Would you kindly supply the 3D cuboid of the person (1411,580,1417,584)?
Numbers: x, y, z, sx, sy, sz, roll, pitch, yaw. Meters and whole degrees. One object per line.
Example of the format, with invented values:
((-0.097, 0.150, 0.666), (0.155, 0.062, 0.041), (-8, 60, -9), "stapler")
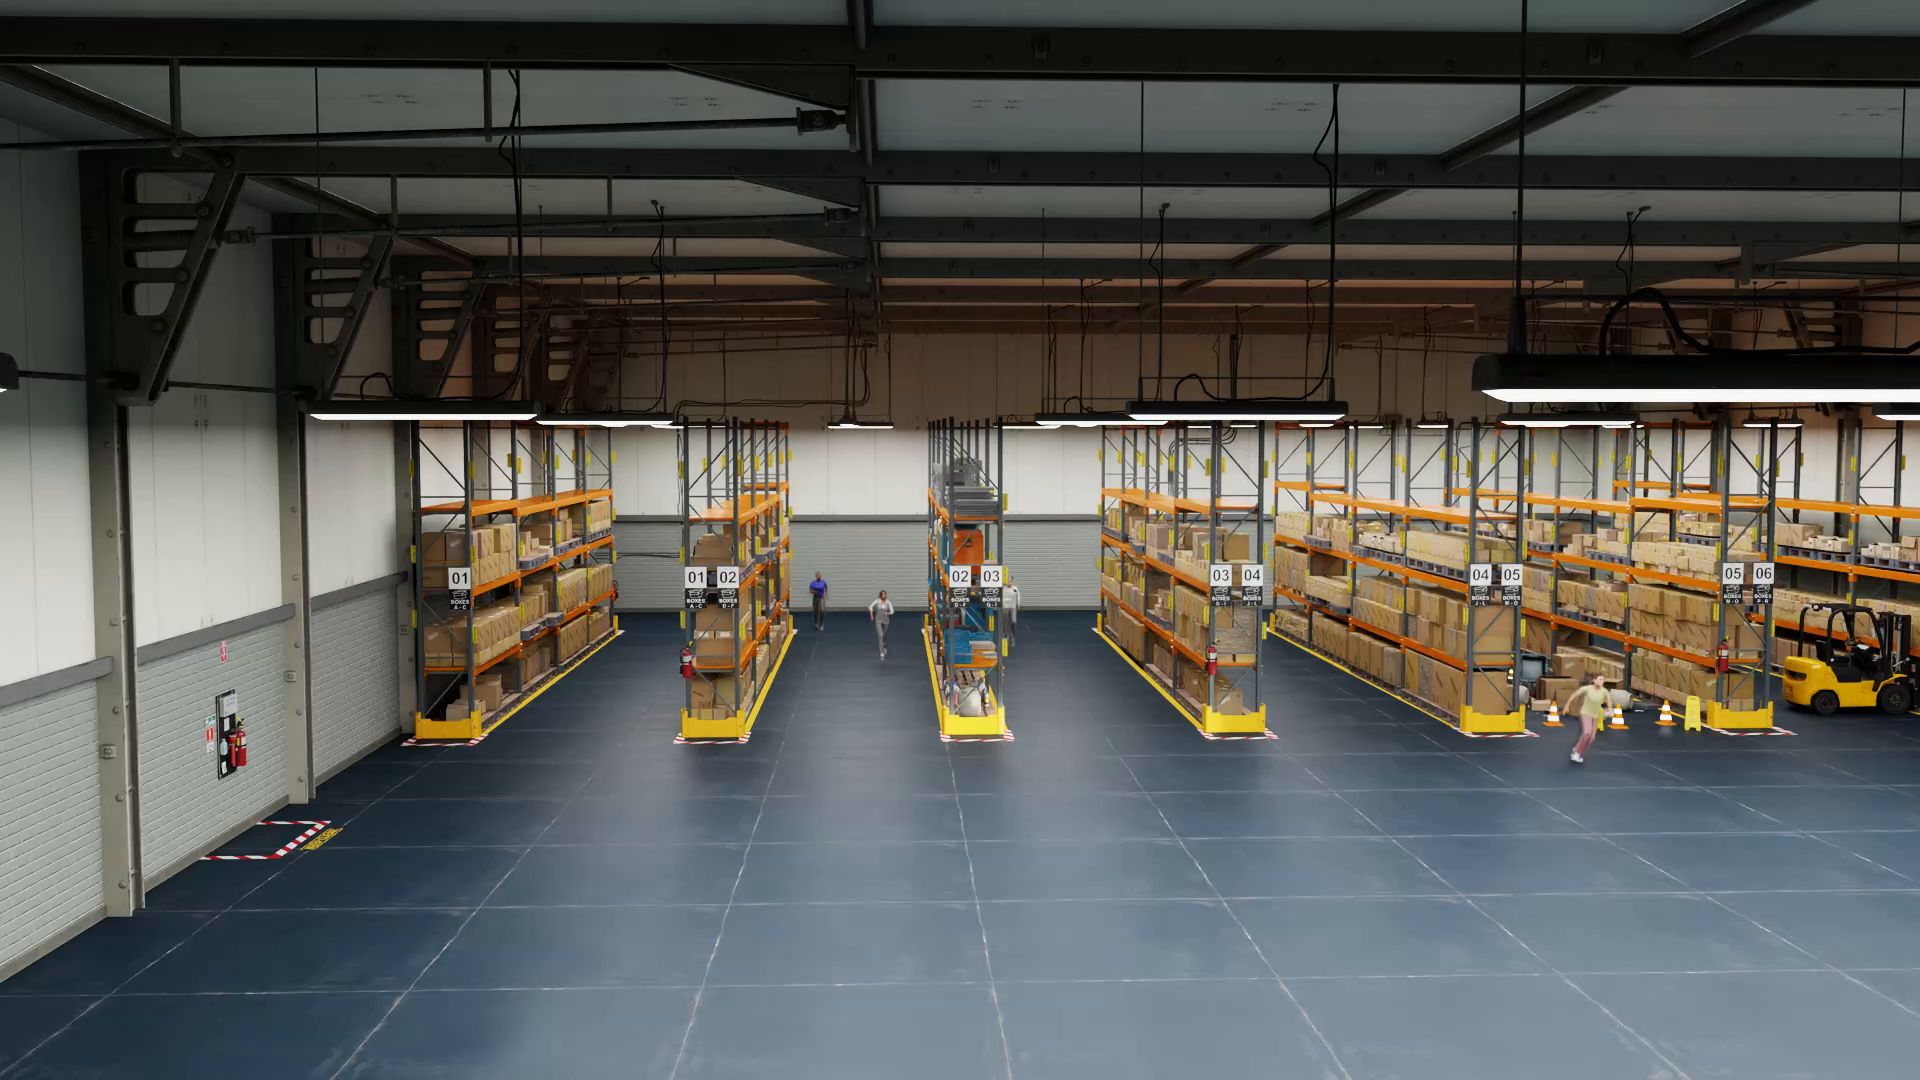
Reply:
((12.235, 1.936, 44.964), (0.655, 1.699, 0.905), (-1, 4, -22), "person")

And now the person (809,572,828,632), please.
((-4.074, 1.771, 47.926), (0.534, 1.715, 0.848), (0, 4, -8), "person")

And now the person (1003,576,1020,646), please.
((1.294, 1.815, 42.845), (0.583, 1.795, 0.779), (-1, 4, -8), "person")

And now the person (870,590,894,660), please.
((-1.878, 2.017, 40.023), (0.571, 1.635, 0.801), (-1, 4, -11), "person")

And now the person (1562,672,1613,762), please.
((10.921, 3.068, 28.754), (0.756, 1.567, 0.610), (-1, 4, -11), "person")
